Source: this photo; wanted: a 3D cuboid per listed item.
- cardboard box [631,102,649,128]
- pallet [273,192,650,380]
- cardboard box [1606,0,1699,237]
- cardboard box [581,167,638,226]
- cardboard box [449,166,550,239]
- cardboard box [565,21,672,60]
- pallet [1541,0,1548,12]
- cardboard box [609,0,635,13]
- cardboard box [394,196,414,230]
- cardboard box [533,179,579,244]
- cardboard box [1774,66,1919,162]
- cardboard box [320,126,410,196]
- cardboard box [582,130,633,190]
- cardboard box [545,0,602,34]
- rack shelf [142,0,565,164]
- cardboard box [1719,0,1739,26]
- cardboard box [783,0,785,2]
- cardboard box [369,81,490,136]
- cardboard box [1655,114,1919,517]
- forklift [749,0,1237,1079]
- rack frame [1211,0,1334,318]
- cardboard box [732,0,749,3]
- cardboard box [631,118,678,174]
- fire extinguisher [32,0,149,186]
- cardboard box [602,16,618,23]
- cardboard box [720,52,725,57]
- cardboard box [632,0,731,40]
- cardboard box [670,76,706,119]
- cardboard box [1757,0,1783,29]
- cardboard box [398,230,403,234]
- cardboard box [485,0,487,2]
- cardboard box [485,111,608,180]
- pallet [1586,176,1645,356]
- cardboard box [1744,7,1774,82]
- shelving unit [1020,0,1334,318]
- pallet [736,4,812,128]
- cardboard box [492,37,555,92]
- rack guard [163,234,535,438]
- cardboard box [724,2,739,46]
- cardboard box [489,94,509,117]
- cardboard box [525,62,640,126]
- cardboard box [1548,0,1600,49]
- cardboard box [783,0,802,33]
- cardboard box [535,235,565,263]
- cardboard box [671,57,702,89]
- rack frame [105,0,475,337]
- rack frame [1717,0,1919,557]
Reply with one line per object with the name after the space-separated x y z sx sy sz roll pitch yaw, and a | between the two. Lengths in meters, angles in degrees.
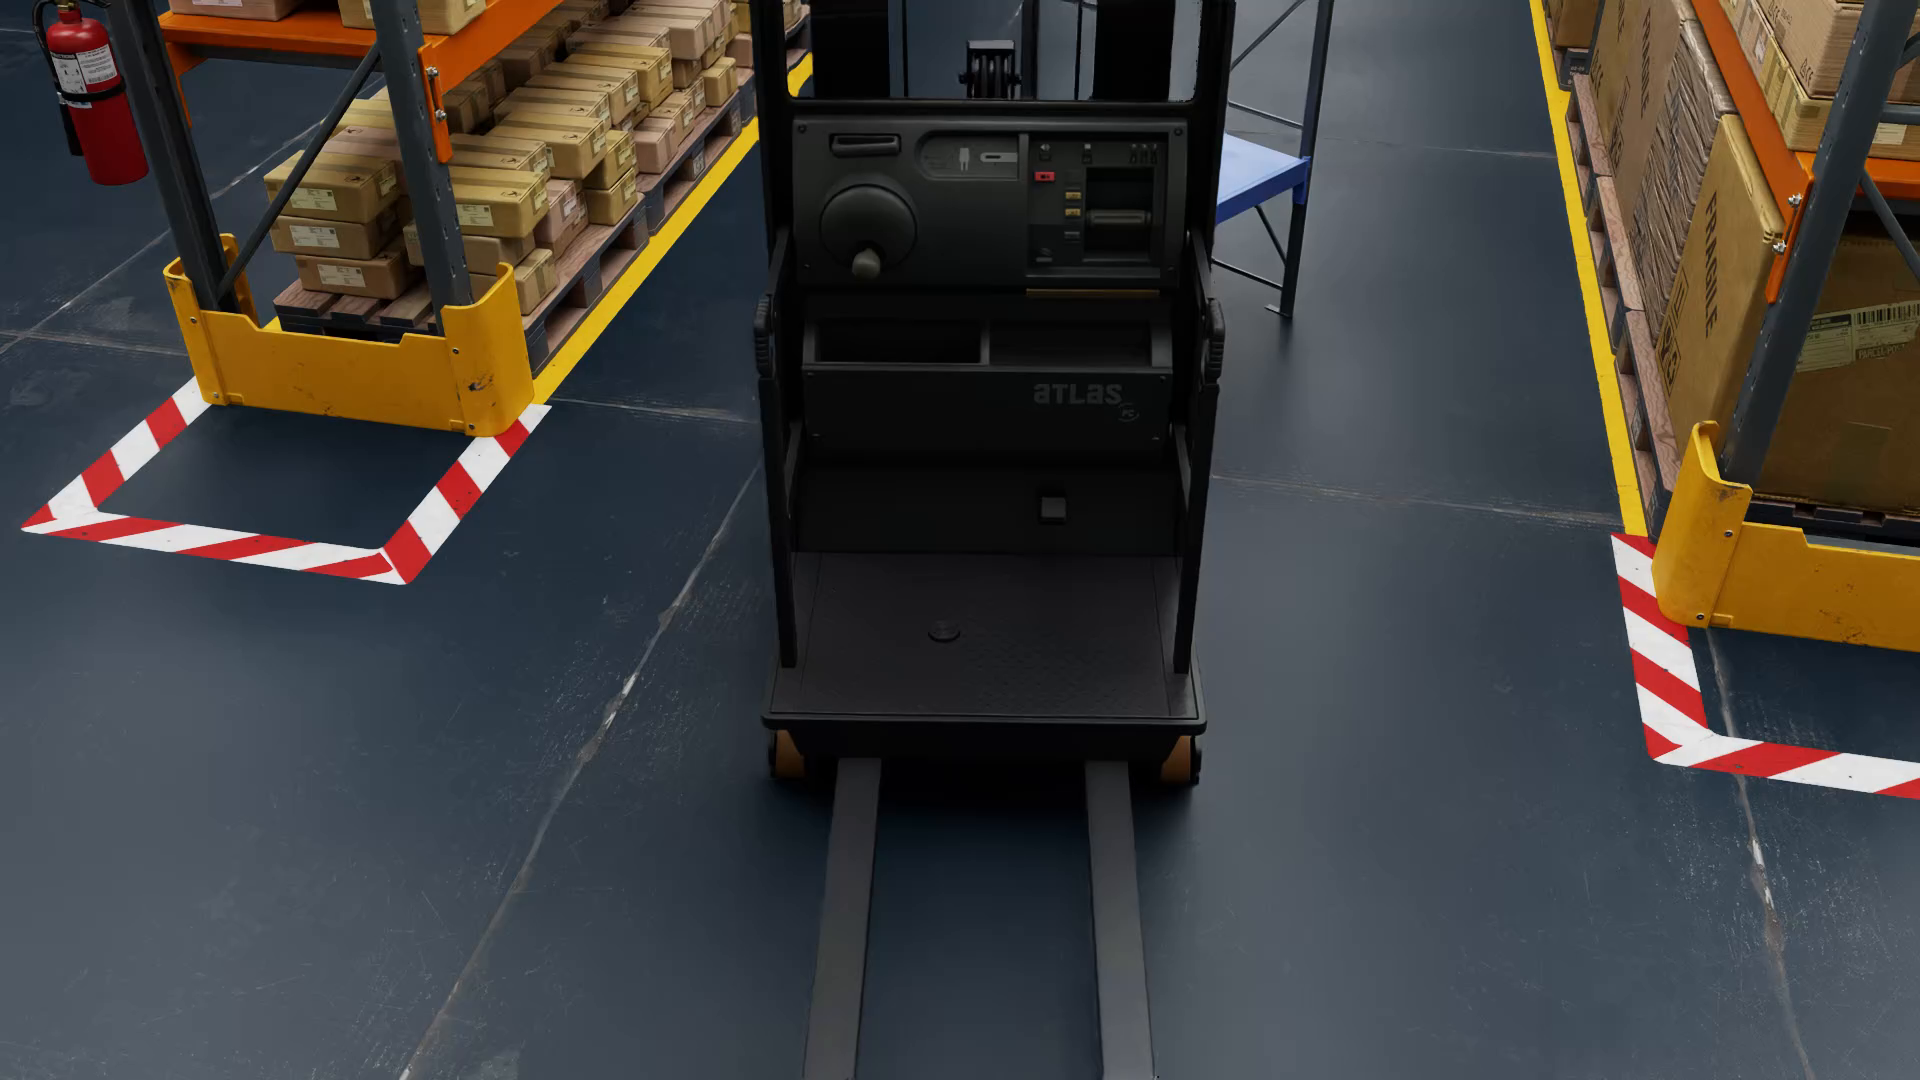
-1.552 -1.853 7.068 0.380 0.149 0.250 9 37 12 | cardboard box
-1.912 -1.064 6.539 1.003 0.211 1.213 7 37 10 | pallet
3.131 -1.728 6.530 0.875 0.875 0.875 7 37 10 | cardboard box
-1.528 -1.401 6.698 0.380 0.149 0.250 8 37 11 | cardboard box
-1.693 -1.203 5.918 0.380 0.149 0.250 6 36 8 | cardboard box
-1.471 -2.116 7.178 0.380 0.149 0.250 7 37 10 | cardboard box
3.891 -3.327 9.660 1.003 0.211 1.213 7 37 10 | pallet
-1.714 -2.613 7.864 0.380 0.149 0.250 6 36 9 | cardboard box
-2.194 -1.306 6.314 0.380 0.149 0.250 6 36 9 | cardboard box
-1.660 -1.243 6.227 0.380 0.149 0.250 7 37 10 | cardboard box
2.442 -1.153 4.499 0.380 0.149 0.250 8 37 11 | cardboard box
-2.161 -1.417 6.214 0.380 0.149 0.250 8 37 11 | cardboard box
-1.533 -1.528 6.620 0.380 0.149 0.250 8 37 11 | cardboard box
-1.826 -2.311 7.447 0.380 0.149 0.250 6 36 8 | cardboard box
-1.709 -2.544 6.817 1.077 0.370 4.000 7 37 10 | rack shelf
2.659 -1.738 5.307 0.380 0.149 0.250 7 36 9 | cardboard box
-1.084 -2.741 8.294 0.380 0.149 0.250 6 36 8 | cardboard box
-2.113 -1.722 6.635 0.380 0.149 0.250 6 36 8 | cardboard box
2.746 -0.696 5.107 0.875 0.875 0.875 7 37 10 | cardboard box
0.067 -0.737 3.769 1.130 2.935 3.031 1 36 1 | forklift
1.102 -1.575 6.145 0.500 1.500 0.032 30 46 35 | rack frame
-1.166 -2.707 7.993 0.380 0.149 0.250 7 37 10 | cardboard box
-1.428 -1.691 7.099 0.380 0.149 0.250 6 36 8 | cardboard box
-2.641 -1.420 5.037 0.296 0.674 0.183 7 37 10 | fire extinguisher
-1.797 -2.341 7.741 0.380 0.149 0.250 9 37 12 | cardboard box
-1.339 -2.296 7.934 0.380 0.149 0.250 6 36 9 | cardboard box
-1.265 -2.401 7.571 0.380 0.149 0.250 6 36 8 | cardboard box
-1.375 -1.996 7.519 0.380 0.149 0.250 8 37 11 | cardboard box
2.641 -1.671 4.873 0.500 0.250 0.500 7 36 9 | cardboard box
-2.272 -1.192 6.411 0.380 0.149 0.250 8 37 11 | cardboard box
-1.733 -1.883 5.506 0.380 0.149 0.250 9 37 12 | cardboard box
-1.572 -1.505 6.334 0.380 0.149 0.250 7 37 10 | cardboard box
3.045 -1.045 6.513 1.003 0.211 1.213 7 37 10 | pallet
2.551 -1.446 4.904 0.380 0.149 0.250 7 37 10 | cardboard box
0.745 -1.363 5.852 0.538 1.500 1.048 30 46 35 | shelving unit
-1.391 -2.463 8.469 1.003 0.211 1.213 7 37 10 | pallet
-1.945 -2.020 7.046 0.380 0.149 0.250 6 36 8 | cardboard box
-2.120 -0.720 5.818 1.175 0.500 0.348 7 37 10 | rack guard
-1.274 -2.454 7.897 0.380 0.149 0.250 8 37 10 | cardboard box
-2.095 -1.760 6.940 0.380 0.149 0.250 8 37 11 | cardboard box
-1.532 -1.815 6.763 0.380 0.149 0.250 9 37 12 | cardboard box
3.659 -2.981 8.260 1.225 0.875 0.875 7 37 10 | cardboard box
-1.033 -2.730 8.532 0.380 0.149 0.250 8 37 11 | cardboard box
-1.736 -1.125 6.318 0.380 0.149 0.250 7 37 10 | cardboard box
-1.386 -2.154 7.484 0.380 0.149 0.250 6 36 8 | cardboard box
-2.136 -1.689 5.024 1.000 3.000 0.127 7 37 10 | rack frame
2.687 -1.009 4.086 1.000 3.000 0.127 7 37 10 | rack frame
